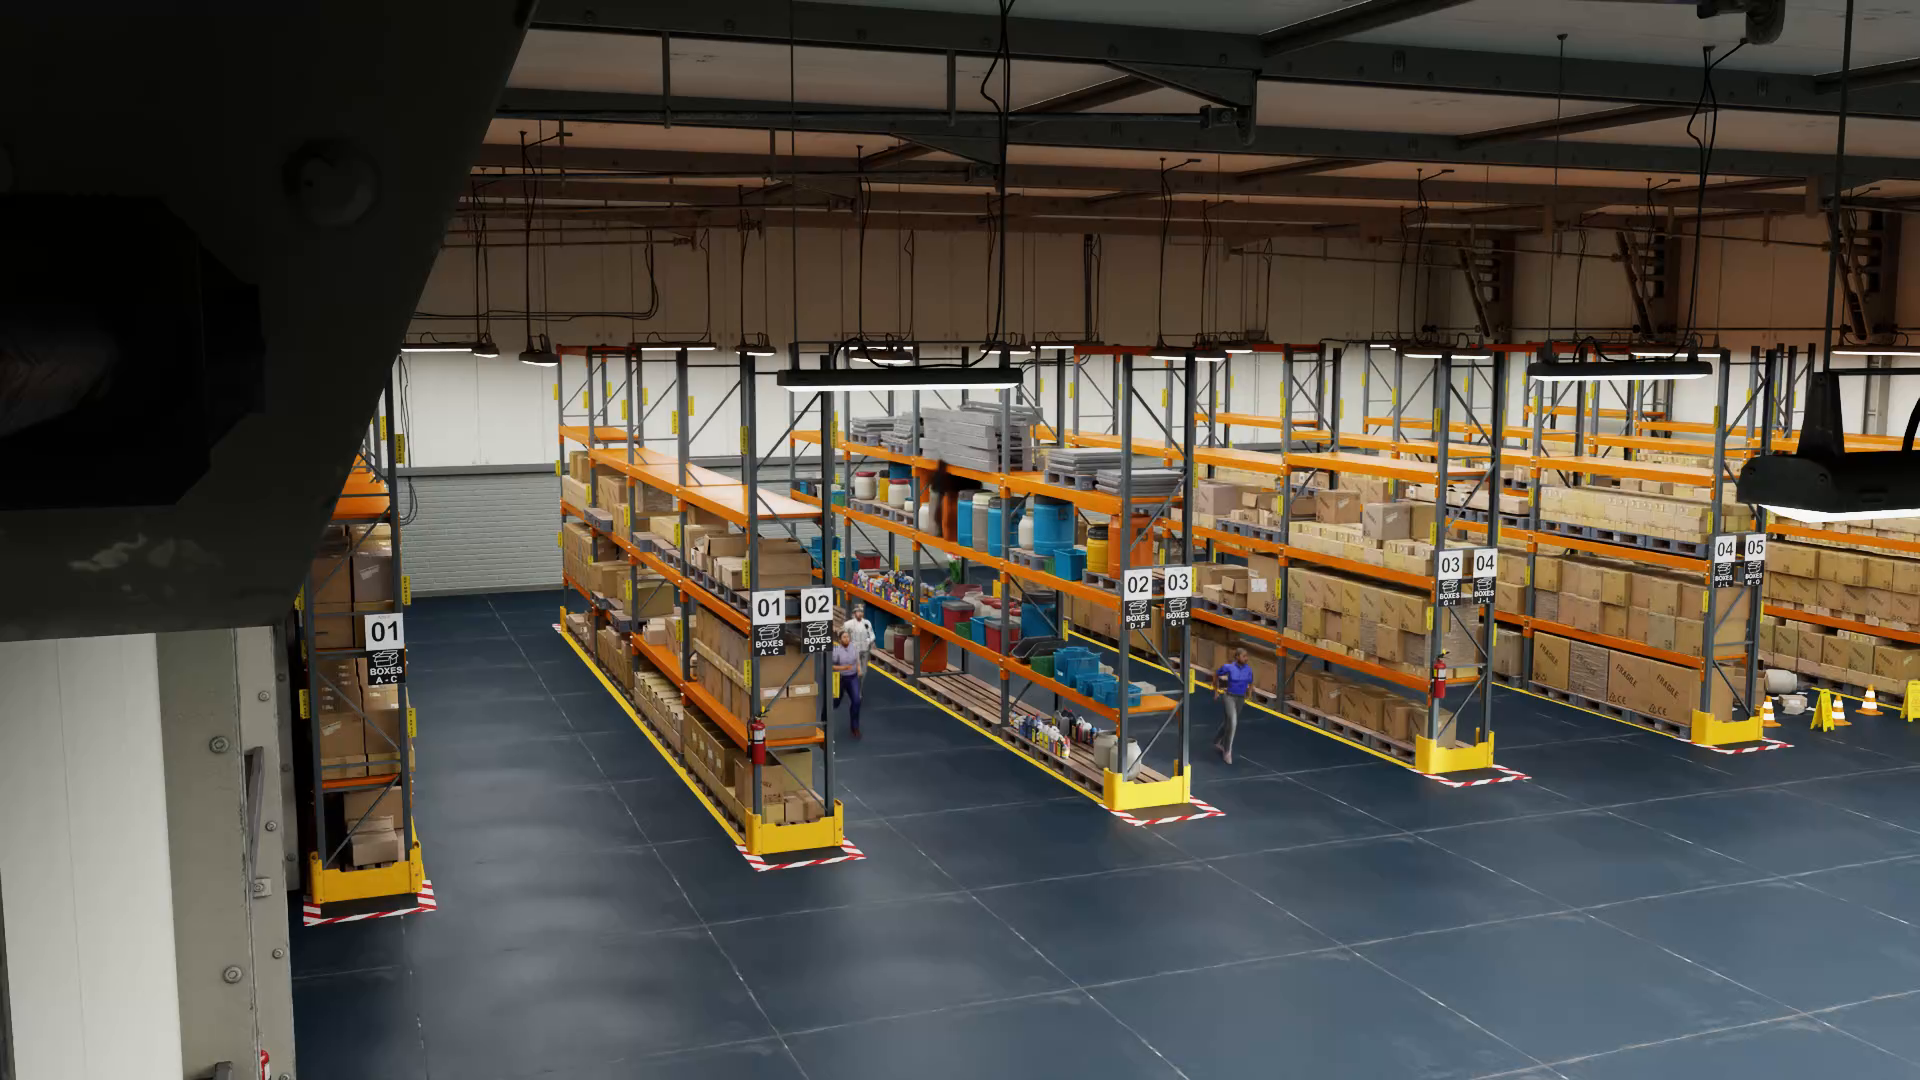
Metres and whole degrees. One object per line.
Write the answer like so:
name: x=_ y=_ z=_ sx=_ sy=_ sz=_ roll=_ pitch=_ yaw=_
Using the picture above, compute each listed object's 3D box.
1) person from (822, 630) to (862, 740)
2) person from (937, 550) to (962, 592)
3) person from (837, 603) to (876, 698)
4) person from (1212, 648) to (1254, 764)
person: x=-1.830 y=2.234 z=26.001 sx=0.593 sy=1.677 sz=0.902 roll=-4 pitch=8 yaw=-27
person: x=-0.175 y=0.512 z=39.337 sx=0.698 sy=1.726 sz=0.786 roll=1 pitch=7 yaw=6
person: x=-1.721 y=1.900 z=28.313 sx=0.603 sy=1.658 sz=0.612 roll=-3 pitch=8 yaw=-22
person: x=4.014 y=2.393 z=24.564 sx=0.639 sy=1.638 sz=0.836 roll=-3 pitch=8 yaw=-23
